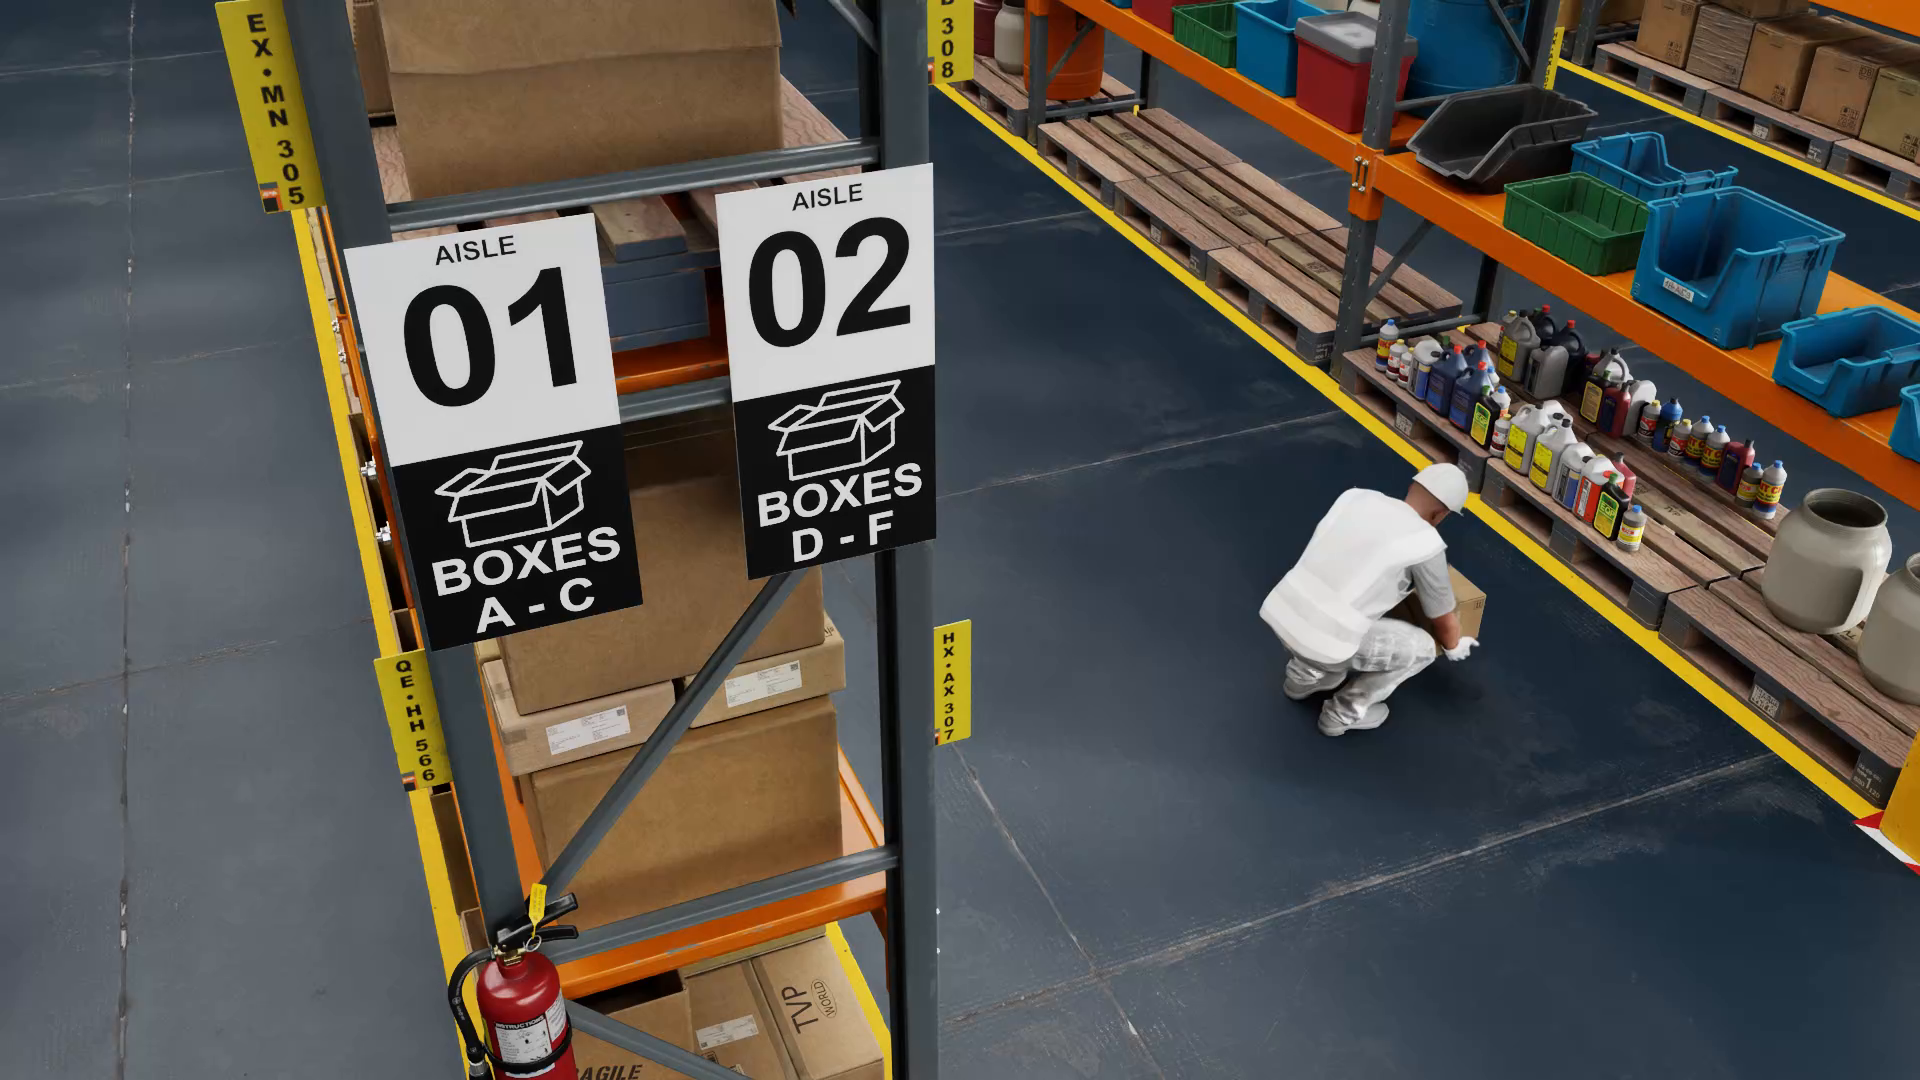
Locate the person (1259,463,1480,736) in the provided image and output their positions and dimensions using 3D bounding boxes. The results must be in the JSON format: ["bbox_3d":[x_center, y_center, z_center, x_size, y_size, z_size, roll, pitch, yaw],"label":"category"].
[{"bbox_3d":[1.610,0.212,6.527,0.897,0.993,0.578,-13,35,-19],"label":"person"}]
